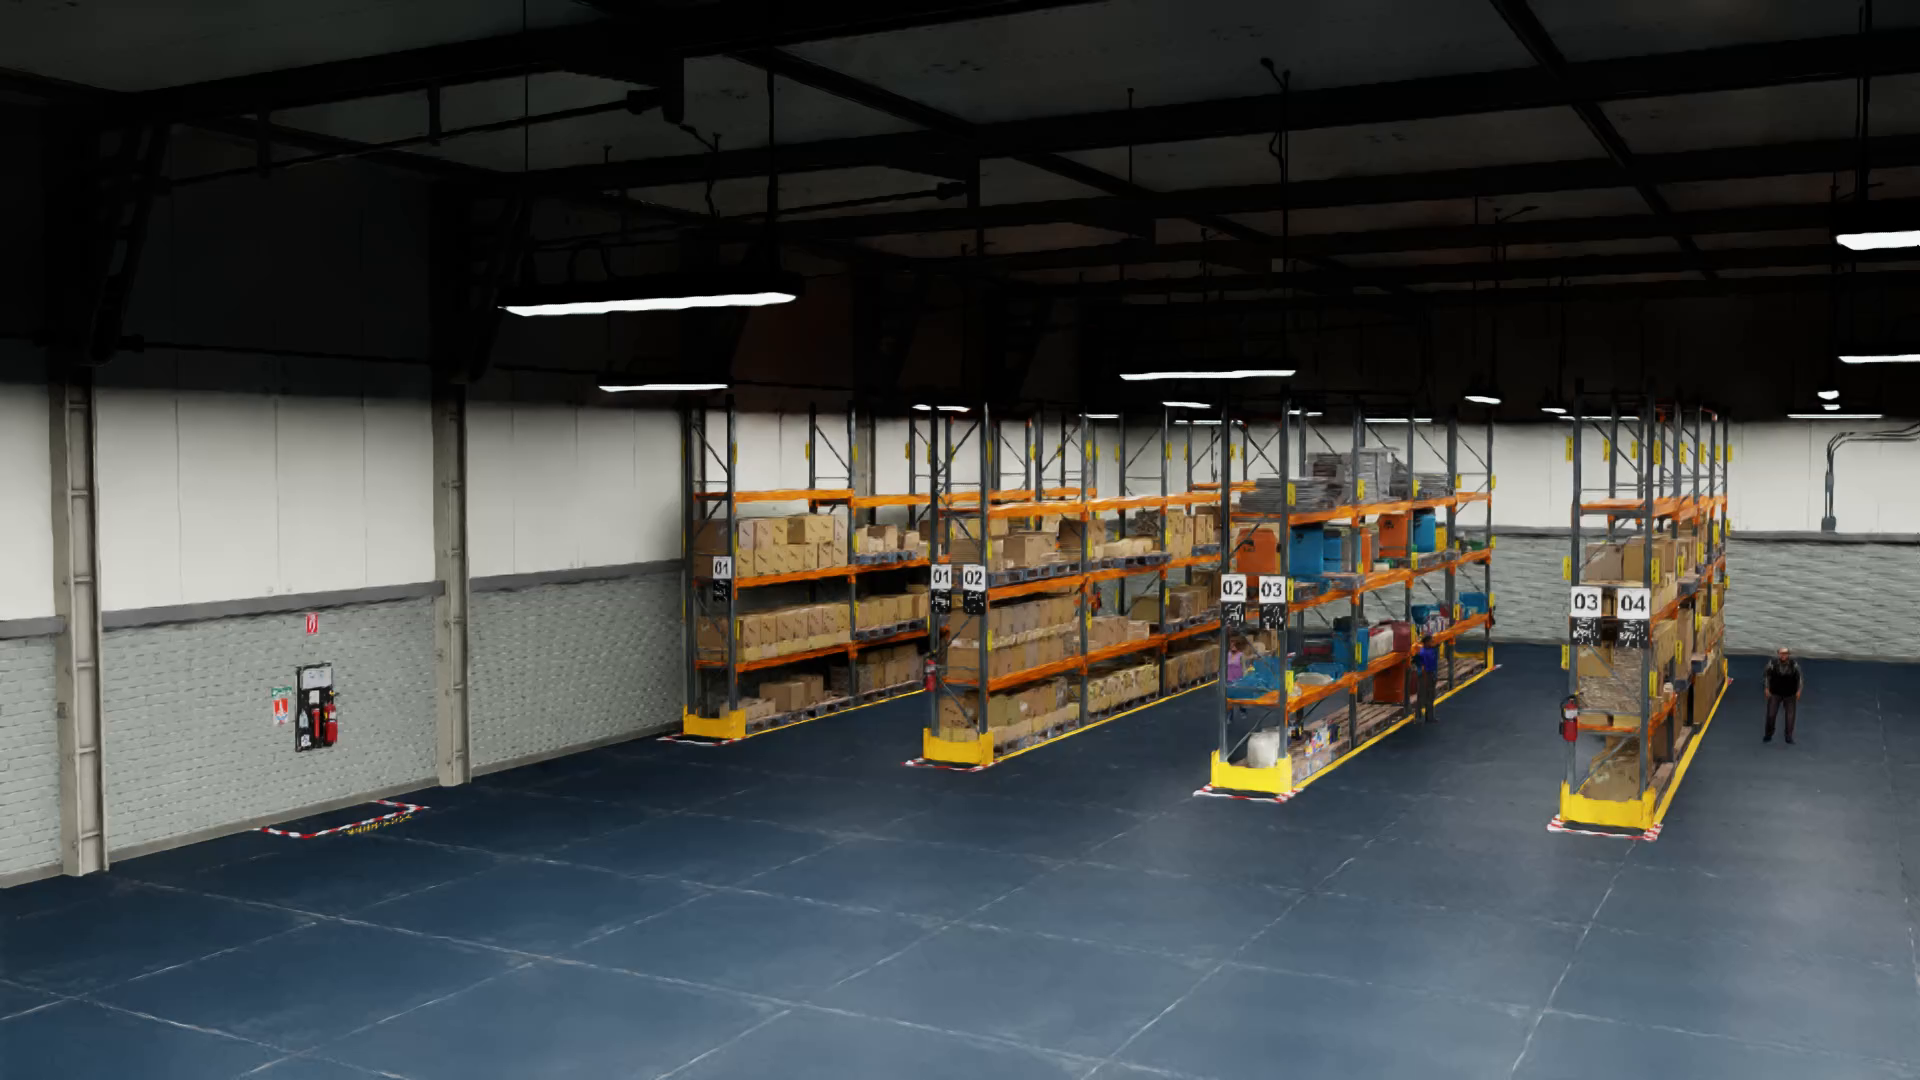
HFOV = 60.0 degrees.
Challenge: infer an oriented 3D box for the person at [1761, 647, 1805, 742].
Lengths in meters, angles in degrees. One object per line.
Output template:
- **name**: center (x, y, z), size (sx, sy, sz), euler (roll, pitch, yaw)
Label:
- **person**: center (14.198, 2.661, 28.711), size (0.677, 1.674, 0.534), euler (1, 3, 26)

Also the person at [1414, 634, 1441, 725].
- **person**: center (8.572, 2.551, 30.541), size (0.375, 1.664, 0.622), euler (2, 4, 39)

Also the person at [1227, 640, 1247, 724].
- **person**: center (5.124, 2.603, 30.769), size (0.430, 1.540, 0.948), euler (2, 3, 27)
